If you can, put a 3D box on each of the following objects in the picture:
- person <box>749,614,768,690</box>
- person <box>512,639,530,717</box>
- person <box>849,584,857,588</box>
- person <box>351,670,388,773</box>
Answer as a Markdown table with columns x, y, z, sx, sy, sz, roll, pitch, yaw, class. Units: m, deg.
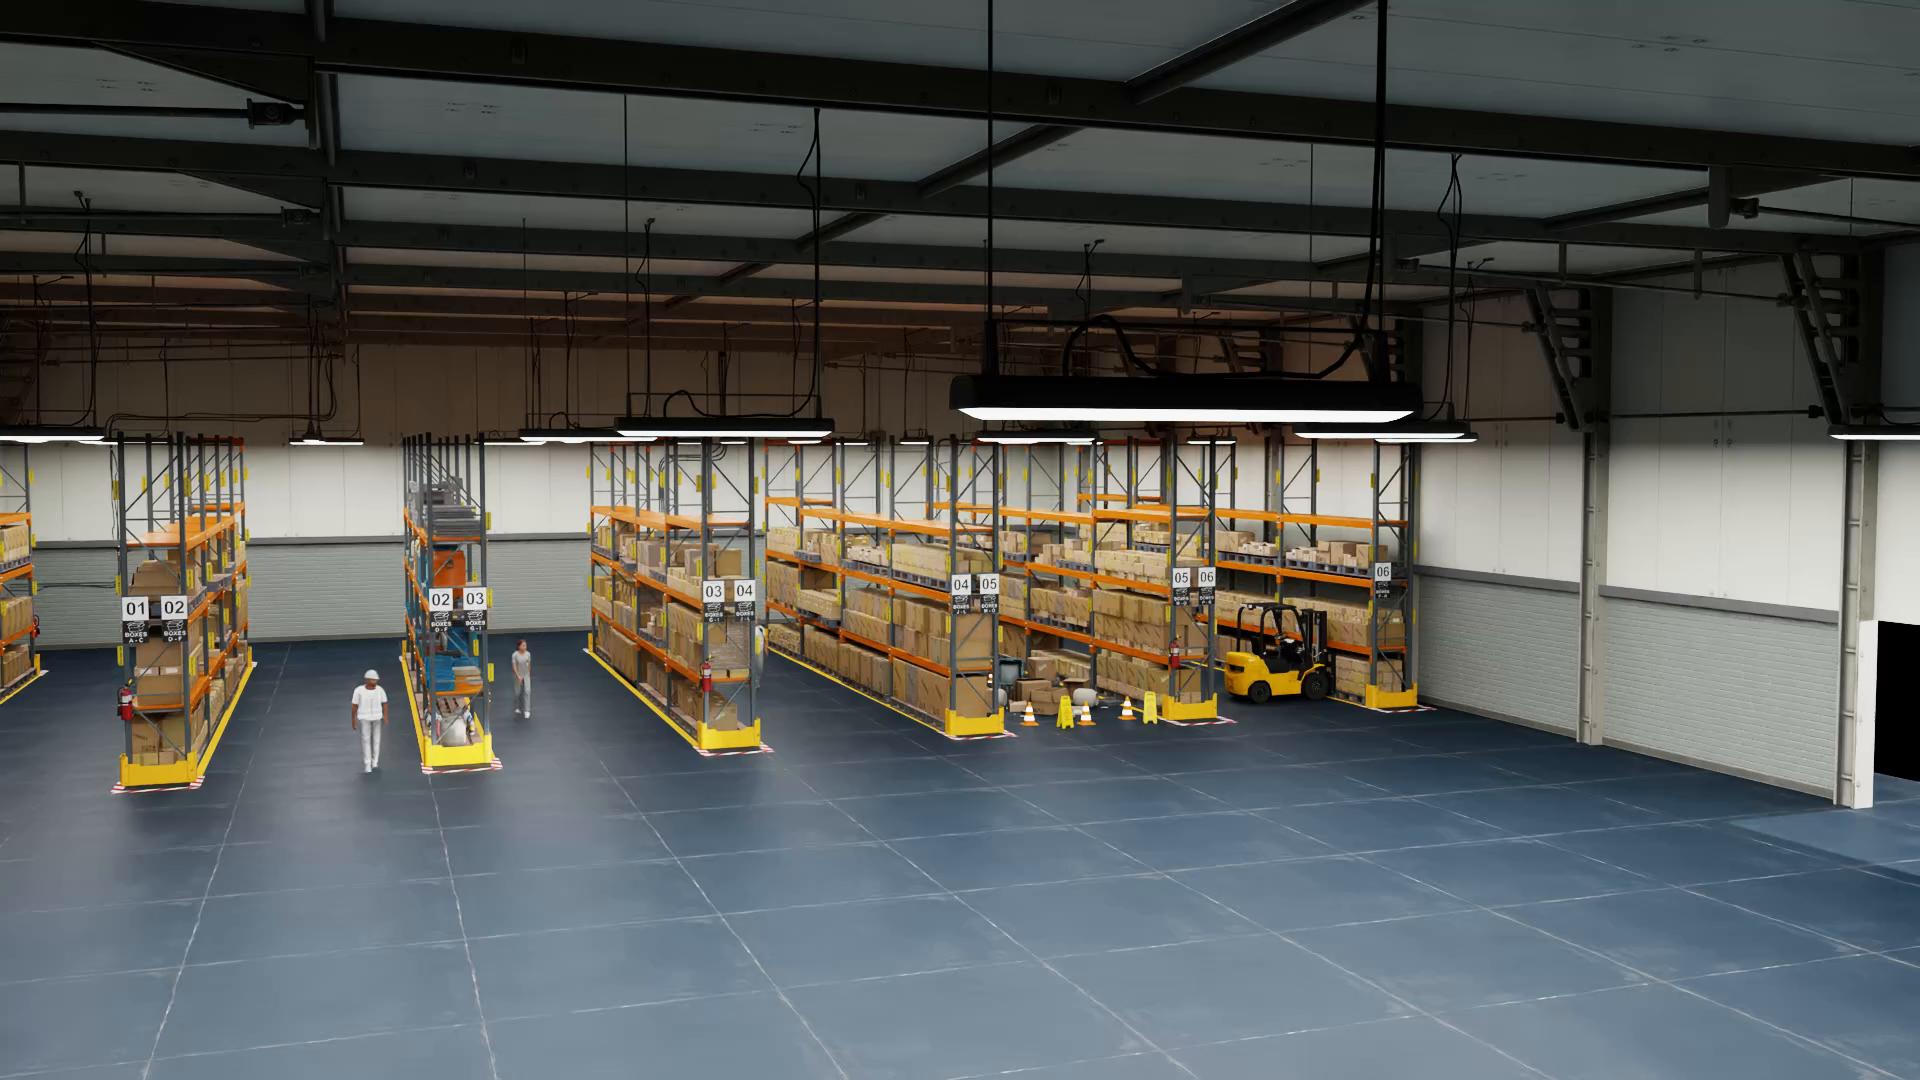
| x | y | z | sx | sy | sz | roll | pitch | yaw | class |
| --- | --- | --- | --- | --- | --- | --- | --- | --- | --- |
| -4.849 | 2.693 | 39.609 | 0.584 | 1.848 | 0.548 | -2 | 4 | -35 | person |
| -9.350 | 2.928 | 35.510 | 0.436 | 1.615 | 0.961 | -2 | 4 | -29 | person |
| -2.958 | 2.082 | 46.690 | 0.578 | 1.697 | 0.512 | -1 | 3 | -10 | person |
| -10.439 | 3.222 | 29.551 | 0.610 | 1.774 | 0.794 | -2 | 4 | -34 | person |
